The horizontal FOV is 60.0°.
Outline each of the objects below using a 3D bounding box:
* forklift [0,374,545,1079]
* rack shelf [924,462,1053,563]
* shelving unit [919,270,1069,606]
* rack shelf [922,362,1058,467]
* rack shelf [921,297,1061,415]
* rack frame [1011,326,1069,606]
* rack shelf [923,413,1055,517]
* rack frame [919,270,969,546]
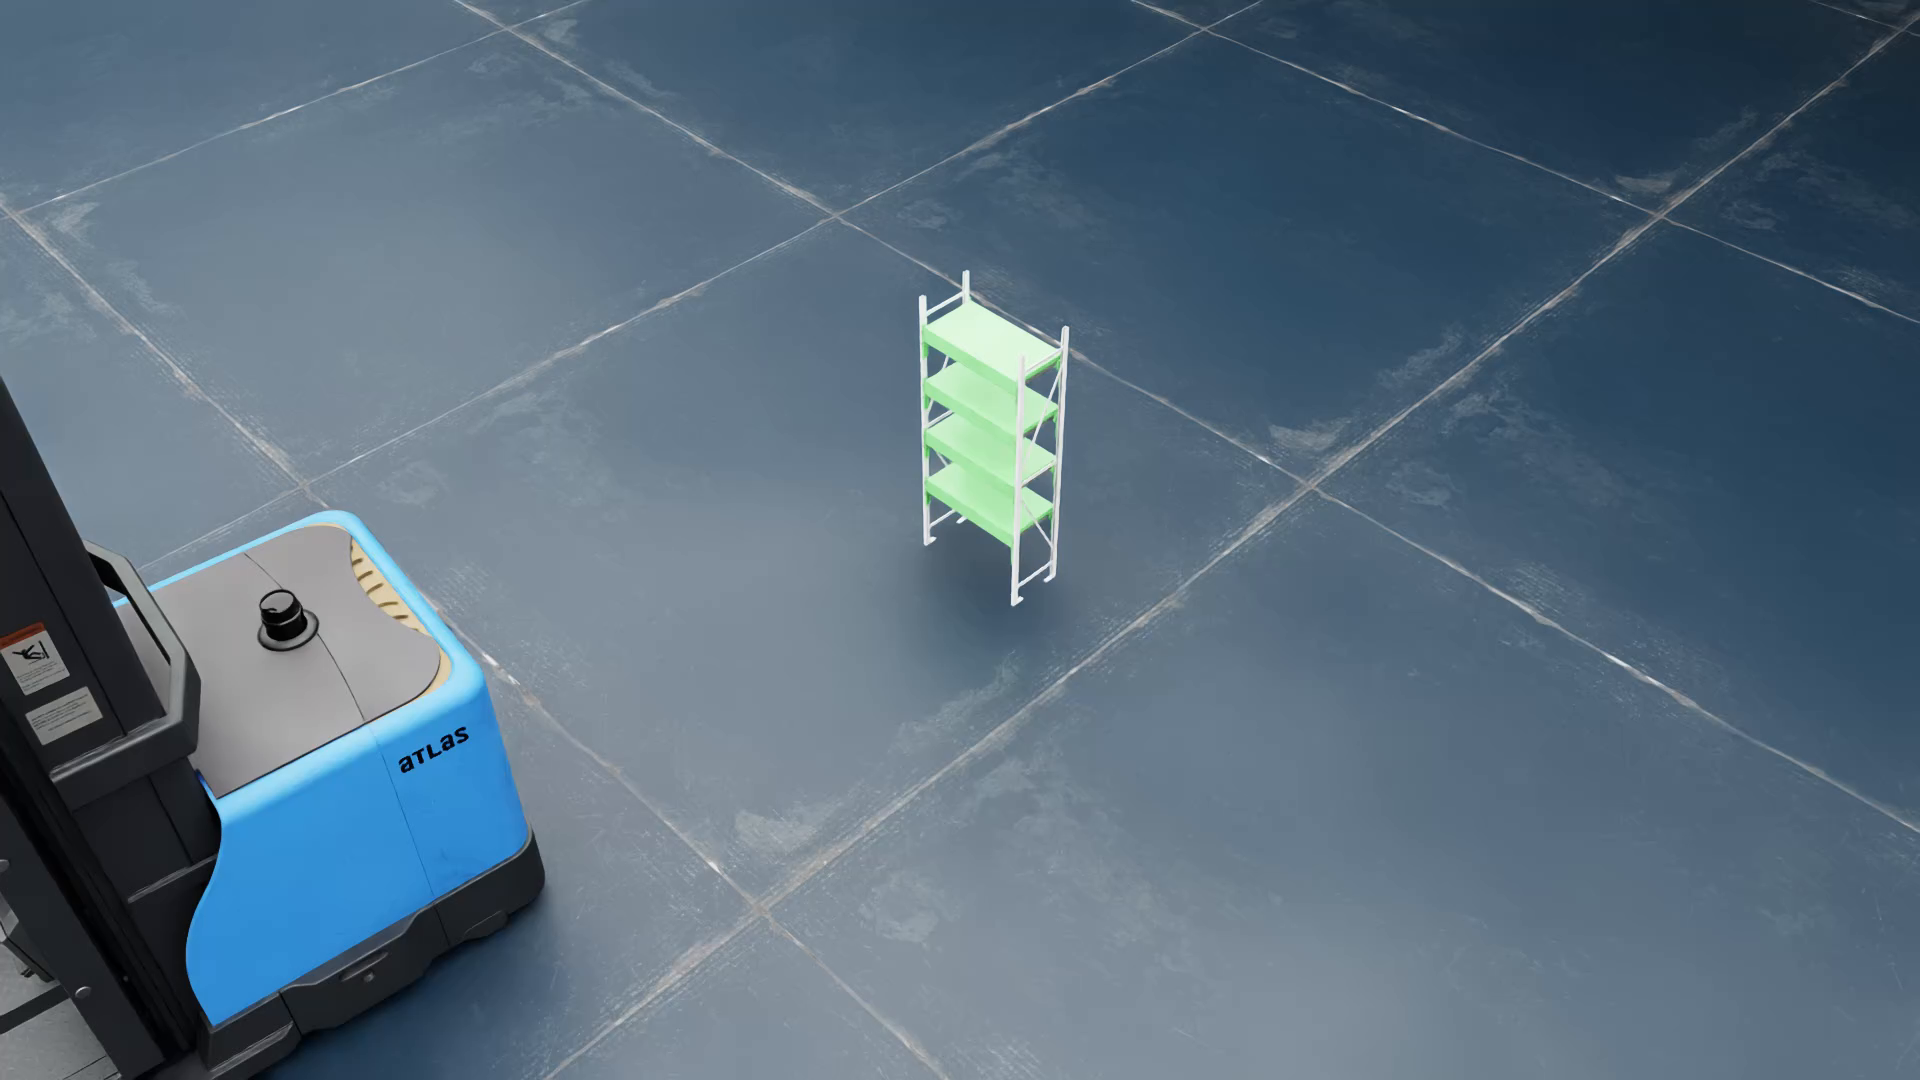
[{"bbox_3d":[-2.820,0.475,4.076,3.031,2.935,1.130,-29,50,-28],"label":"forklift"},{"bbox_3d":[0.117,-0.138,6.463,0.258,0.148,0.480,-34,53,-31],"label":"rack shelf"},{"bbox_3d":[0.117,-0.361,6.257,0.258,1.200,0.503,-34,53,-31],"label":"shelving unit"},{"bbox_3d":[0.117,-0.490,6.137,0.258,0.148,0.480,-34,53,-31],"label":"rack shelf"},{"bbox_3d":[0.117,-0.667,5.974,0.258,0.148,0.480,-34,53,-31],"label":"rack shelf"},{"bbox_3d":[0.289,-0.244,6.130,0.240,1.200,0.015,-34,53,-31],"label":"rack frame"},{"bbox_3d":[0.117,-0.314,6.300,0.258,0.148,0.480,-34,53,-31],"label":"rack shelf"},{"bbox_3d":[-0.055,-0.478,6.384,0.240,1.200,0.015,-34,53,-31],"label":"rack frame"}]
